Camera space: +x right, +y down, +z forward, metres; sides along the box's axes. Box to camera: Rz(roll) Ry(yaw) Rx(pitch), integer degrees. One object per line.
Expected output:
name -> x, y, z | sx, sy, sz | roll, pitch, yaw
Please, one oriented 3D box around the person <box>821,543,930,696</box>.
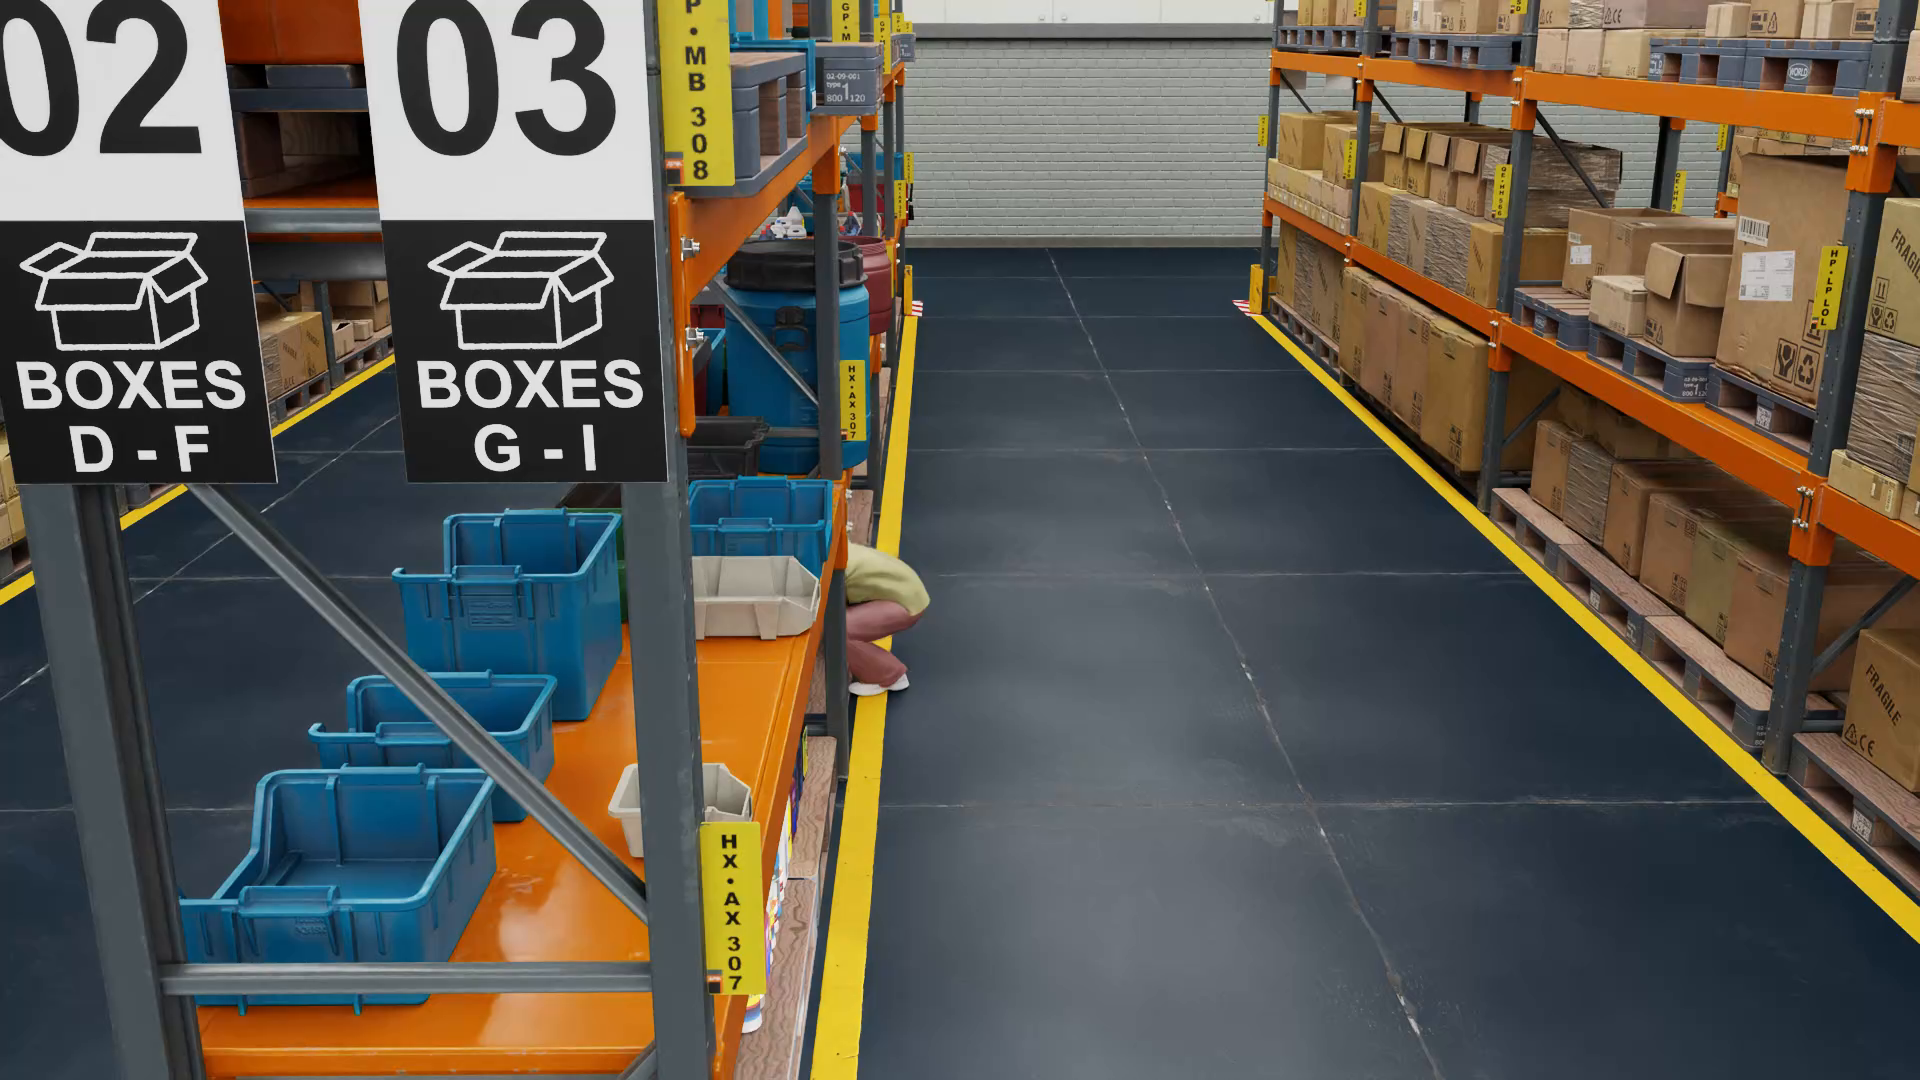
person -> -0.658, 0.356, 7.942 | 1.035, 0.766, 0.456 | -5, 18, -16
